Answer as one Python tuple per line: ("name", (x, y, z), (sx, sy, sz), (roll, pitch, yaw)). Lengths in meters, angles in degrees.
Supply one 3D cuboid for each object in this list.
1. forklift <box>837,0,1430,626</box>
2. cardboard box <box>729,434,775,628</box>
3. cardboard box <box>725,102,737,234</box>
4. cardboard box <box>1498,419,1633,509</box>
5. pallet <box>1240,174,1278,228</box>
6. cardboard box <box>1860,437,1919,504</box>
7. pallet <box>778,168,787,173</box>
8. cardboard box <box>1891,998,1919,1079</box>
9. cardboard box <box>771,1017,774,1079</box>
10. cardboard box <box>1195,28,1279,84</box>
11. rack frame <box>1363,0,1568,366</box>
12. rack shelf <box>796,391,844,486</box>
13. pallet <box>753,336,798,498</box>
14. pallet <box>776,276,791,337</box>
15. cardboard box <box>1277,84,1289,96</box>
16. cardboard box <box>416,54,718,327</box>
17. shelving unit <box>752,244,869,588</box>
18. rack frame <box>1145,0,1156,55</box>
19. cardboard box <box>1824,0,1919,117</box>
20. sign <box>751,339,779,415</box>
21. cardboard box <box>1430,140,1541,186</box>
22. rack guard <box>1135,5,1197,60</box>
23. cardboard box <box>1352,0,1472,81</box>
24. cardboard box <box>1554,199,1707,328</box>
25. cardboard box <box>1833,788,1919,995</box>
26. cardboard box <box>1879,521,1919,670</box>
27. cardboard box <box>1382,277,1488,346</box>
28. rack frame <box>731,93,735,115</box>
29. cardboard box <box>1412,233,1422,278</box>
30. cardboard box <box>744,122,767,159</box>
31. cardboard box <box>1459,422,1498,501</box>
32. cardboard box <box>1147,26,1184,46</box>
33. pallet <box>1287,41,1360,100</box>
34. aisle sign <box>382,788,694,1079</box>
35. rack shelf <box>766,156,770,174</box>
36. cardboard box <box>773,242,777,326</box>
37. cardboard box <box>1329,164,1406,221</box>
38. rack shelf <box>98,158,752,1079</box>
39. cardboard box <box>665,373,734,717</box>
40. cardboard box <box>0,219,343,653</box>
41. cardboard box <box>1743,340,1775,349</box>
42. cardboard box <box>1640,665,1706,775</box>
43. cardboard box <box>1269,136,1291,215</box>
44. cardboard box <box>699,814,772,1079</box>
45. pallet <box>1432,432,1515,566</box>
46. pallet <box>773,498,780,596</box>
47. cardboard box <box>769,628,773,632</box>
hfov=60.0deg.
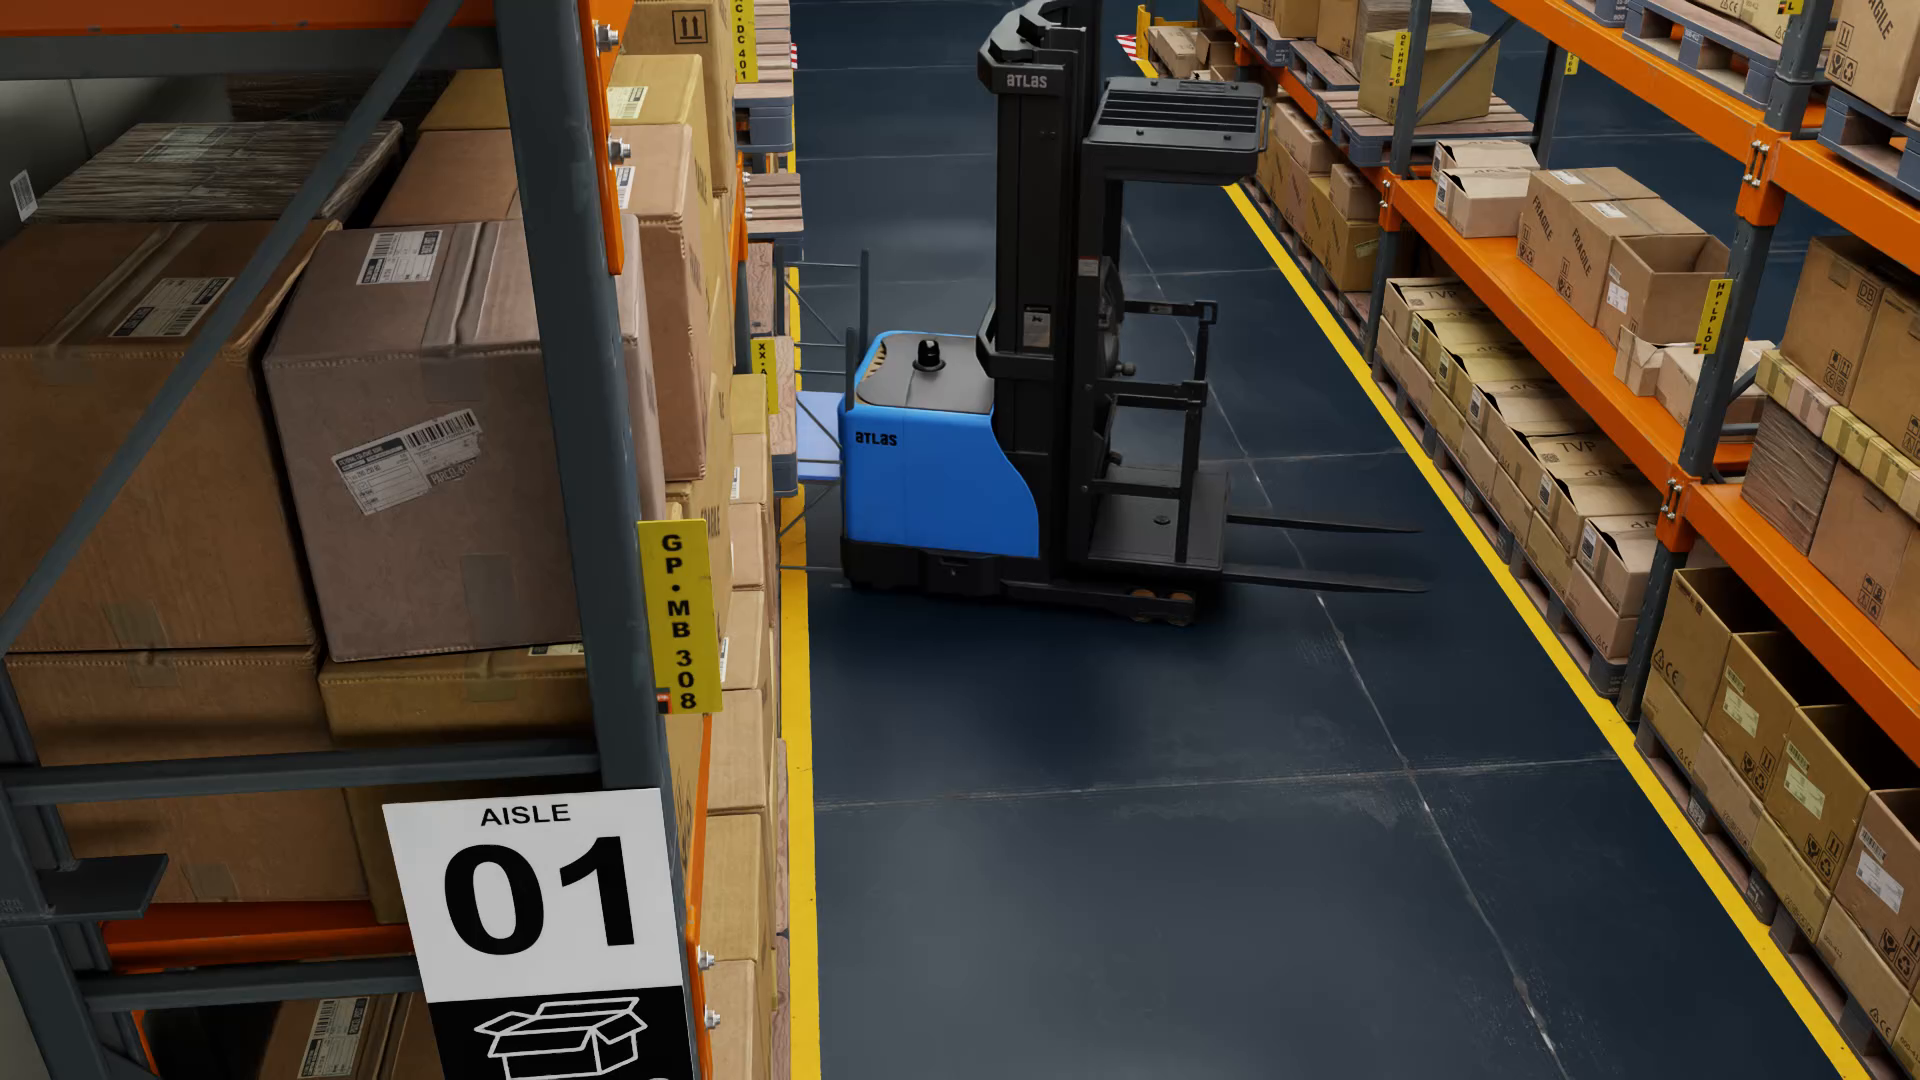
("forklift", (0.937, -1.116, 8.260), (3.031, 2.935, 1.130), (5, 31, 9))
("cardboard box", (-0.907, -0.025, 5.761), (0.500, 0.500, 0.500), (-3, 31, -5))
("cardboard box", (-1.018, -1.332, 5.512), (0.500, 0.500, 0.500), (-2, 31, -3))
("cardboard box", (3.197, -0.433, 8.774), (0.500, 0.311, 0.500), (-3, 31, -5))
("pallet", (2.986, -2.953, 13.987), (1.003, 0.211, 1.213), (-3, 31, -5))
("cardboard box", (3.527, -0.260, 6.030), (0.380, 0.149, 0.250), (-3, 31, -5))
("pallet", (-1.912, -2.736, 13.626), (1.003, 0.211, 1.213), (-3, 31, -5))
("cardboard box", (3.542, 1.794, 5.593), (0.500, 0.250, 0.500), (-3, 31, -5))
("cardboard box", (-0.730, 1.330, 4.225), (0.500, 0.250, 0.500), (-4, 31, -6))
("cardboard box", (2.692, -4.639, 16.097), (0.797, 0.503, 0.637), (-3, 31, -5))
("rack frame", (3.246, -2.521, 10.545), (1.000, 3.000, 0.127), (-3, 31, -5))
("rack shelf", (-0.790, -0.513, 8.969), (0.538, 0.185, 1.000), (3, 32, 0))
("pallet", (-1.238, -0.554, 7.440), (1.003, 0.211, 1.213), (-3, 31, -5))
("pallet", (-1.684, -1.491, 11.540), (1.003, 0.211, 1.213), (-3, 31, -5))
("cardboard box", (2.958, -4.202, 15.693), (0.380, 0.166, 0.250), (-3, 31, -5))
("cardboard box", (-0.788, -0.694, 3.469), (0.500, 0.500, 0.500), (-2, 31, -3))
("shelving unit", (-0.781, -0.666, 8.875), (0.538, 1.500, 1.048), (3, 32, 0))
("rack frame", (2.499, -6.605, 17.383), (1.000, 3.000, 0.127), (-3, 31, -5))
("cardboard box", (3.404, -1.780, 5.736), (0.500, 0.500, 0.500), (0, 31, -1))
("sign", (-0.772, -0.641, 6.554), (0.100, 0.325, 0.005), (-3, 31, -5))
("cardboard box", (3.237, -2.295, 10.254), (0.500, 0.311, 0.500), (-1, 31, -1))
("rack guard", (2.506, -5.493, 17.960), (1.175, 0.500, 0.348), (-3, 31, -5))
("cardboard box", (3.180, -3.536, 11.738), (0.700, 0.500, 0.500), (3, 31, 5))
("cardboard box", (3.468, -1.439, 8.637), (0.500, 0.500, 0.500), (-3, 31, -5))
("cardboard box", (3.494, 1.217, 5.828), (0.500, 0.500, 0.500), (-3, 31, -5))
("cardboard box", (3.766, 0.230, 5.843), (0.700, 0.500, 0.500), (-2, 31, -4))
("cardboard box", (3.003, -1.480, 10.528), (0.500, 0.311, 0.500), (-2, 31, -3))
("rack frame", (-1.312, -2.815, 5.188), (1.000, 3.000, 0.127), (-3, 31, -5))
("cardboard box", (3.434, -2.150, 11.933), (0.500, 0.500, 0.500), (-4, 31, -6))
("cardboard box", (-1.476, -2.721, 10.474), (0.500, 0.500, 0.500), (-2, 31, -3))
("cardboard box", (3.153, -0.456, 9.360), (0.500, 0.250, 0.500), (-2, 31, -4))
("cardboard box", (2.196, -5.340, 17.616), (0.380, 0.149, 0.250), (-3, 31, -5))
("pallet", (3.060, -3.431, 12.257), (1.003, 0.211, 1.213), (-3, 31, -5))
("aisle sign", (-0.633, 0.709, 2.603), (0.394, 0.787, 0.004), (-3, 31, -5))
("rack shelf", (-1.872, -2.994, 12.039), (1.077, 0.370, 4.000), (-3, 31, -5))
("cardboard box", (-1.624, -1.921, 11.228), (0.750, 0.750, 0.750), (-3, 31, -5))
("cardboard box", (2.916, -2.453, 11.710), (0.500, 0.250, 0.500), (-2, 31, -3))
("rack shelf", (-1.125, -0.197, 4.432), (1.077, 0.370, 4.000), (-3, 31, -5))
("cardboard box", (-0.735, 0.005, 3.275), (0.500, 0.500, 0.500), (-1, 31, -1))
("cardboard box", (-1.239, -0.173, 2.598), (0.500, 0.500, 0.500), (-1, 31, -2))
("cardboard box", (3.741, -0.833, 7.965), (0.380, 0.149, 0.250), (-3, 31, -5))
("cardboard box", (3.361, 0.773, 7.303), (0.500, 0.250, 0.500), (-3, 31, -5))
("cardboard box", (2.775, -2.893, 13.177), (0.500, 0.500, 0.500), (-2, 31, -4))
("cardboard box", (-0.720, 1.026, 4.003), (0.500, 0.500, 0.500), (-3, 31, -4))
("pallet", (3.395, -0.280, 9.513), (1.003, 0.211, 1.213), (-3, 31, -5))
("pallet", (-1.503, -0.064, 9.152), (1.003, 0.211, 1.213), (-3, 31, -5))
("cardboard box", (-0.927, 0.298, 5.952), (0.500, 0.250, 0.500), (-3, 31, -4))
